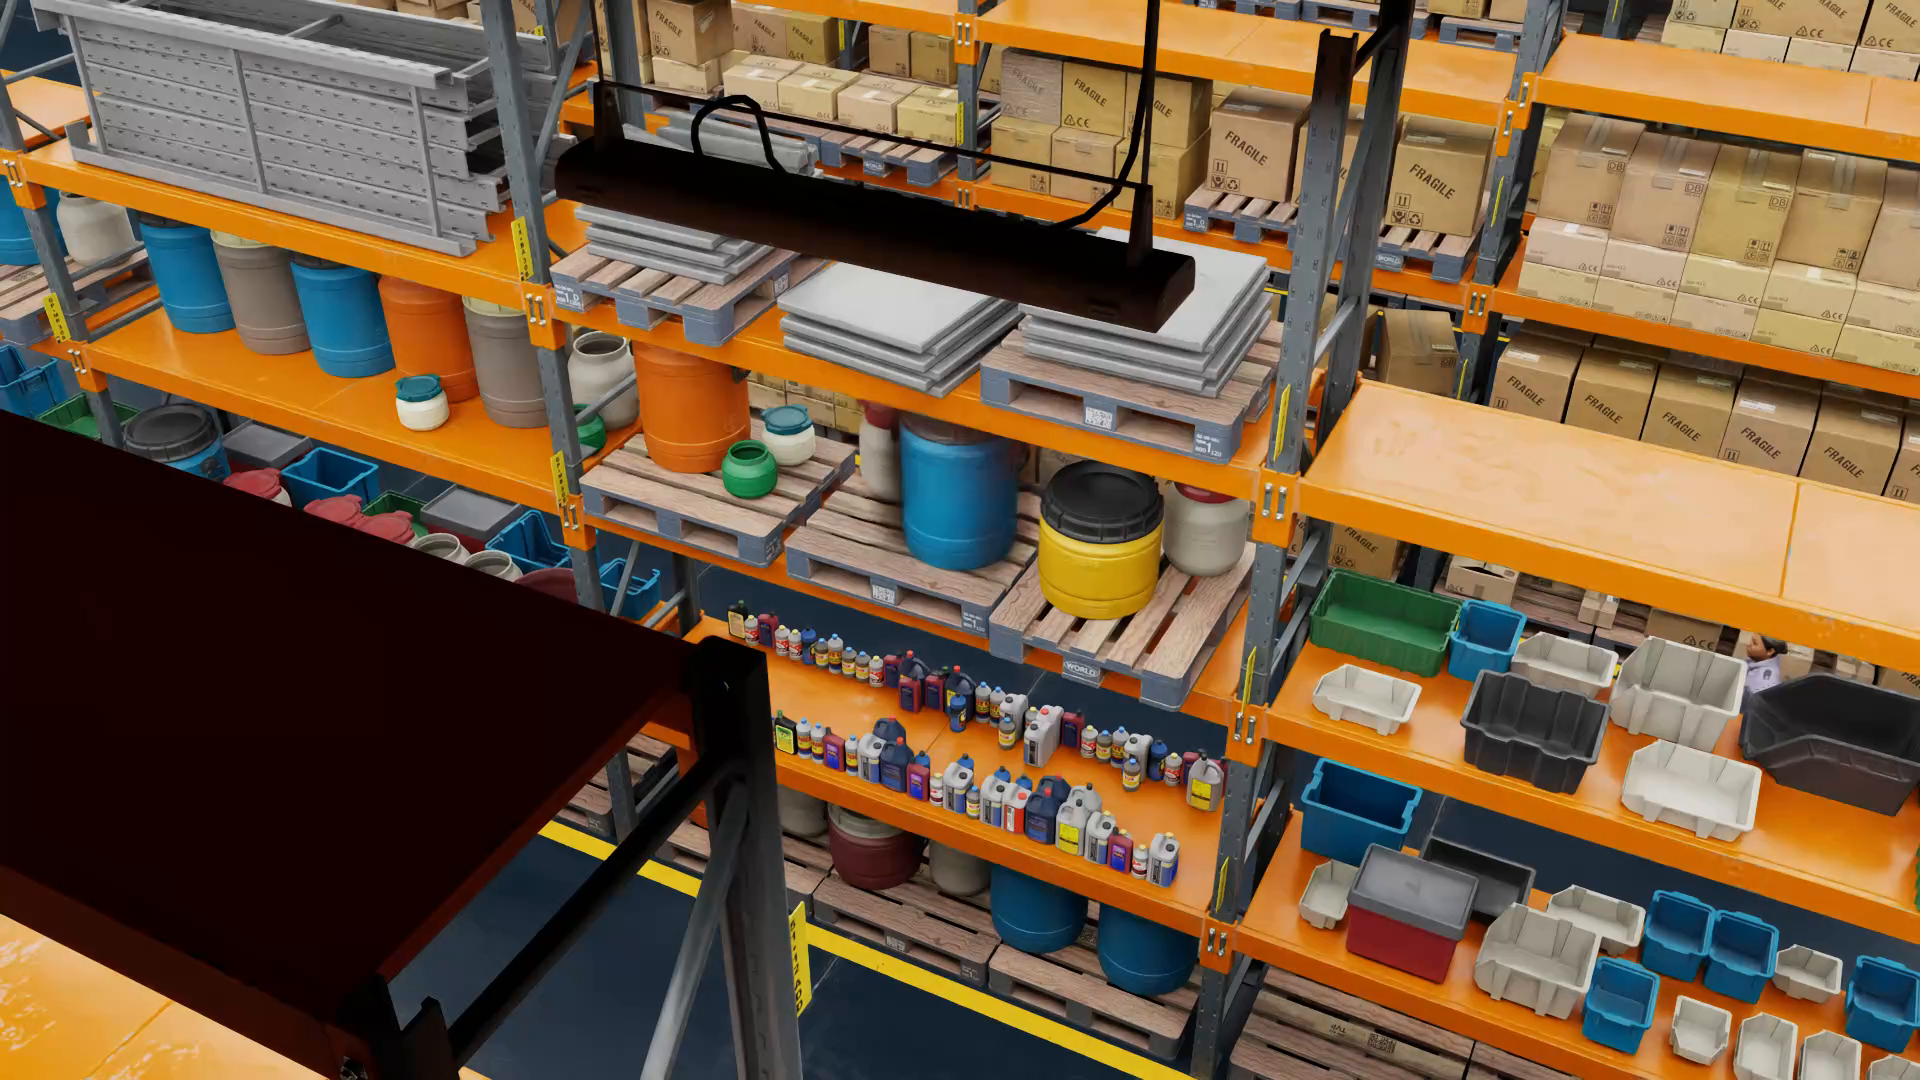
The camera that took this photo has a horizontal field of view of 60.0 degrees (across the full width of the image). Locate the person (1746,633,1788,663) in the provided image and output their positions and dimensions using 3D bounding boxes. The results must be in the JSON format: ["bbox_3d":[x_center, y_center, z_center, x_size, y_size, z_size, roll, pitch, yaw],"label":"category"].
[{"bbox_3d":[5.102,1.237,10.690,0.824,1.601,0.485,14,38,20],"label":"person"}]
